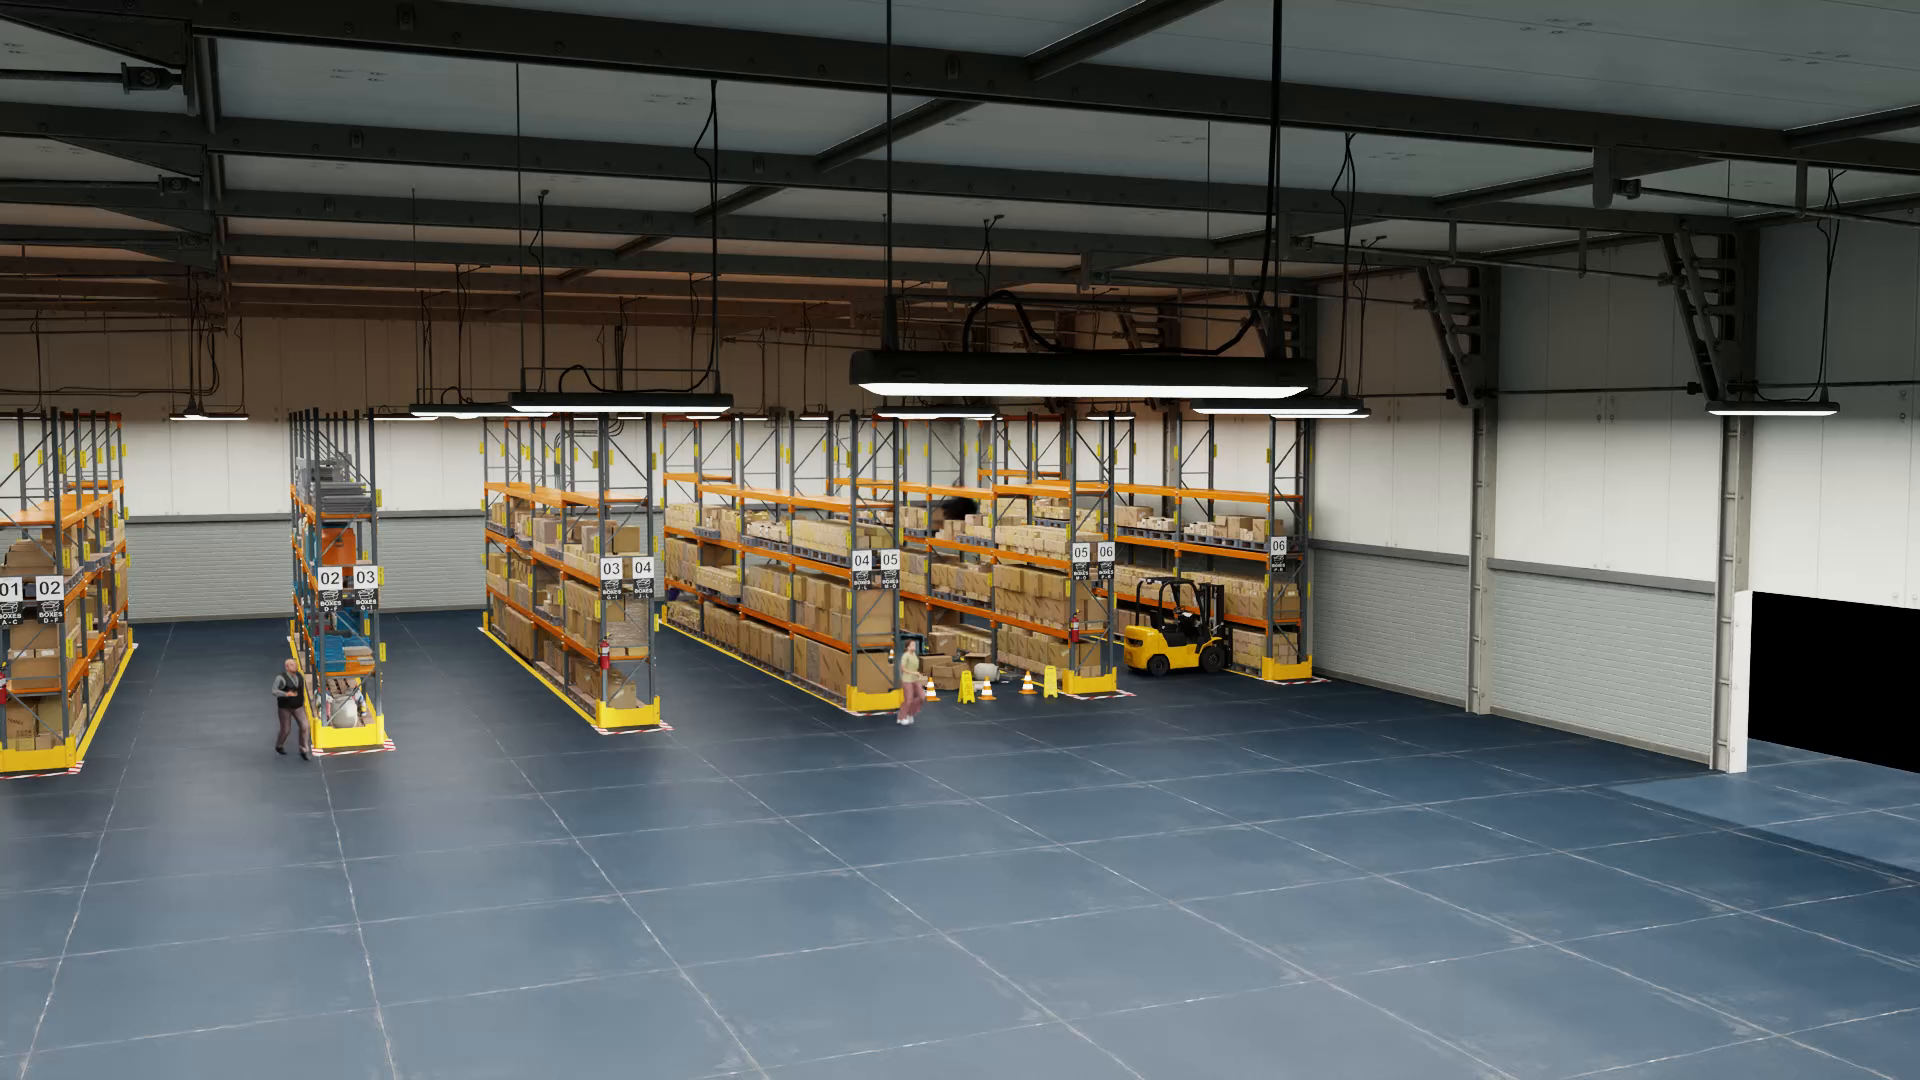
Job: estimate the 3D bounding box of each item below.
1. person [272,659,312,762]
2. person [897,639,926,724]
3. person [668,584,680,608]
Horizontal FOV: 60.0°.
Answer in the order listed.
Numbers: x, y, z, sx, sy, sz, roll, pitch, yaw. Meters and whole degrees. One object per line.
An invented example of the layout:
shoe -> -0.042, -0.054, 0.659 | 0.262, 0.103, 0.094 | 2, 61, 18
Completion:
person -> -11.401, 2.888, 28.309 | 0.886, 1.755, 0.682 | 3, 5, 40
person -> -0.915, 2.688, 31.535 | 0.619, 1.649, 0.599 | 3, 5, 32
person -> -8.427, 1.497, 49.107 | 0.547, 1.605, 0.645 | -3, 5, -34
